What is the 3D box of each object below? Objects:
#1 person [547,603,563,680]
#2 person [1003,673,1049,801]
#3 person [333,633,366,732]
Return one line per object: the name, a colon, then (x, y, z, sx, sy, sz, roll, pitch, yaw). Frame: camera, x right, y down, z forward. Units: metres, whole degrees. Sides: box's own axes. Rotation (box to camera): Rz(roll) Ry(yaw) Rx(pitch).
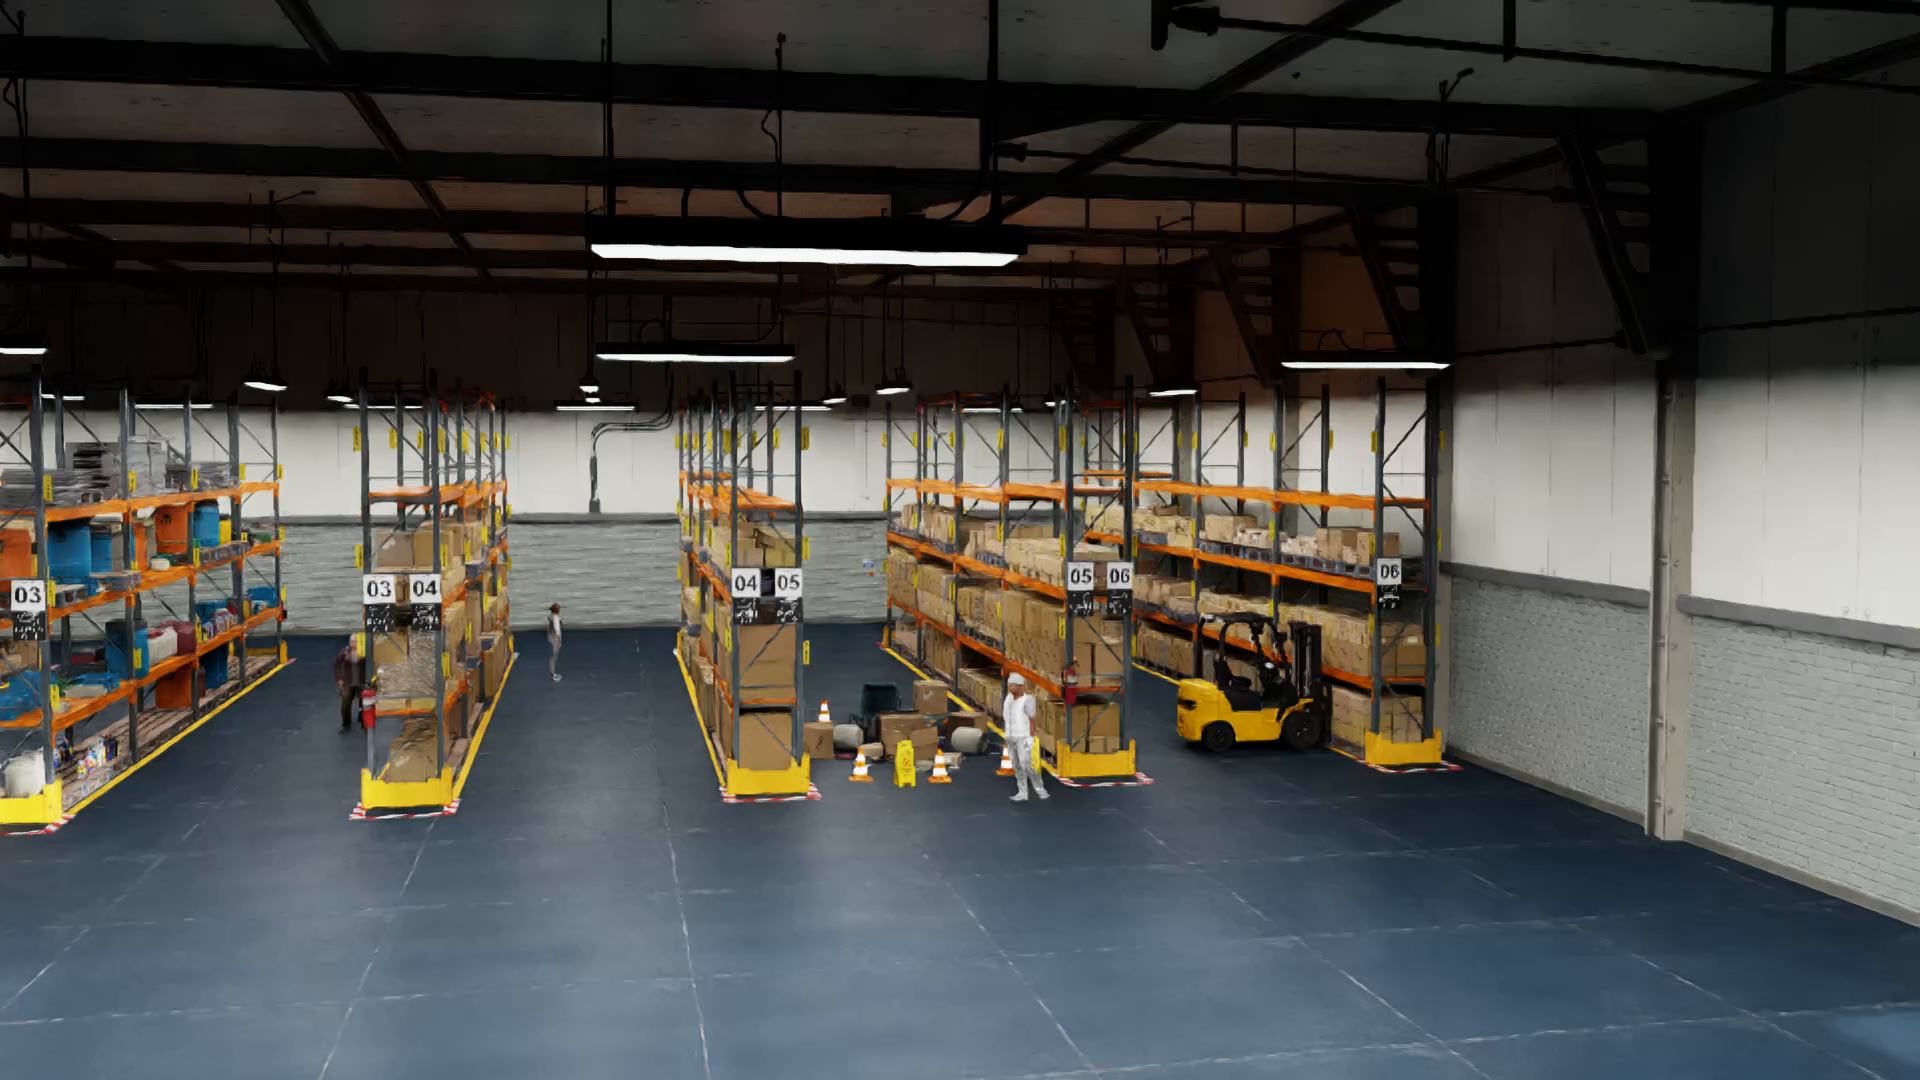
person: (-8.483, 2.117, 34.845, 0.322, 1.605, 0.491, -2, 4, -29)
person: (0.887, 2.731, 23.039, 0.456, 1.775, 0.709, -3, 5, -45)
person: (-10.355, 2.444, 28.507, 0.729, 1.733, 0.546, -1, 3, -13)
